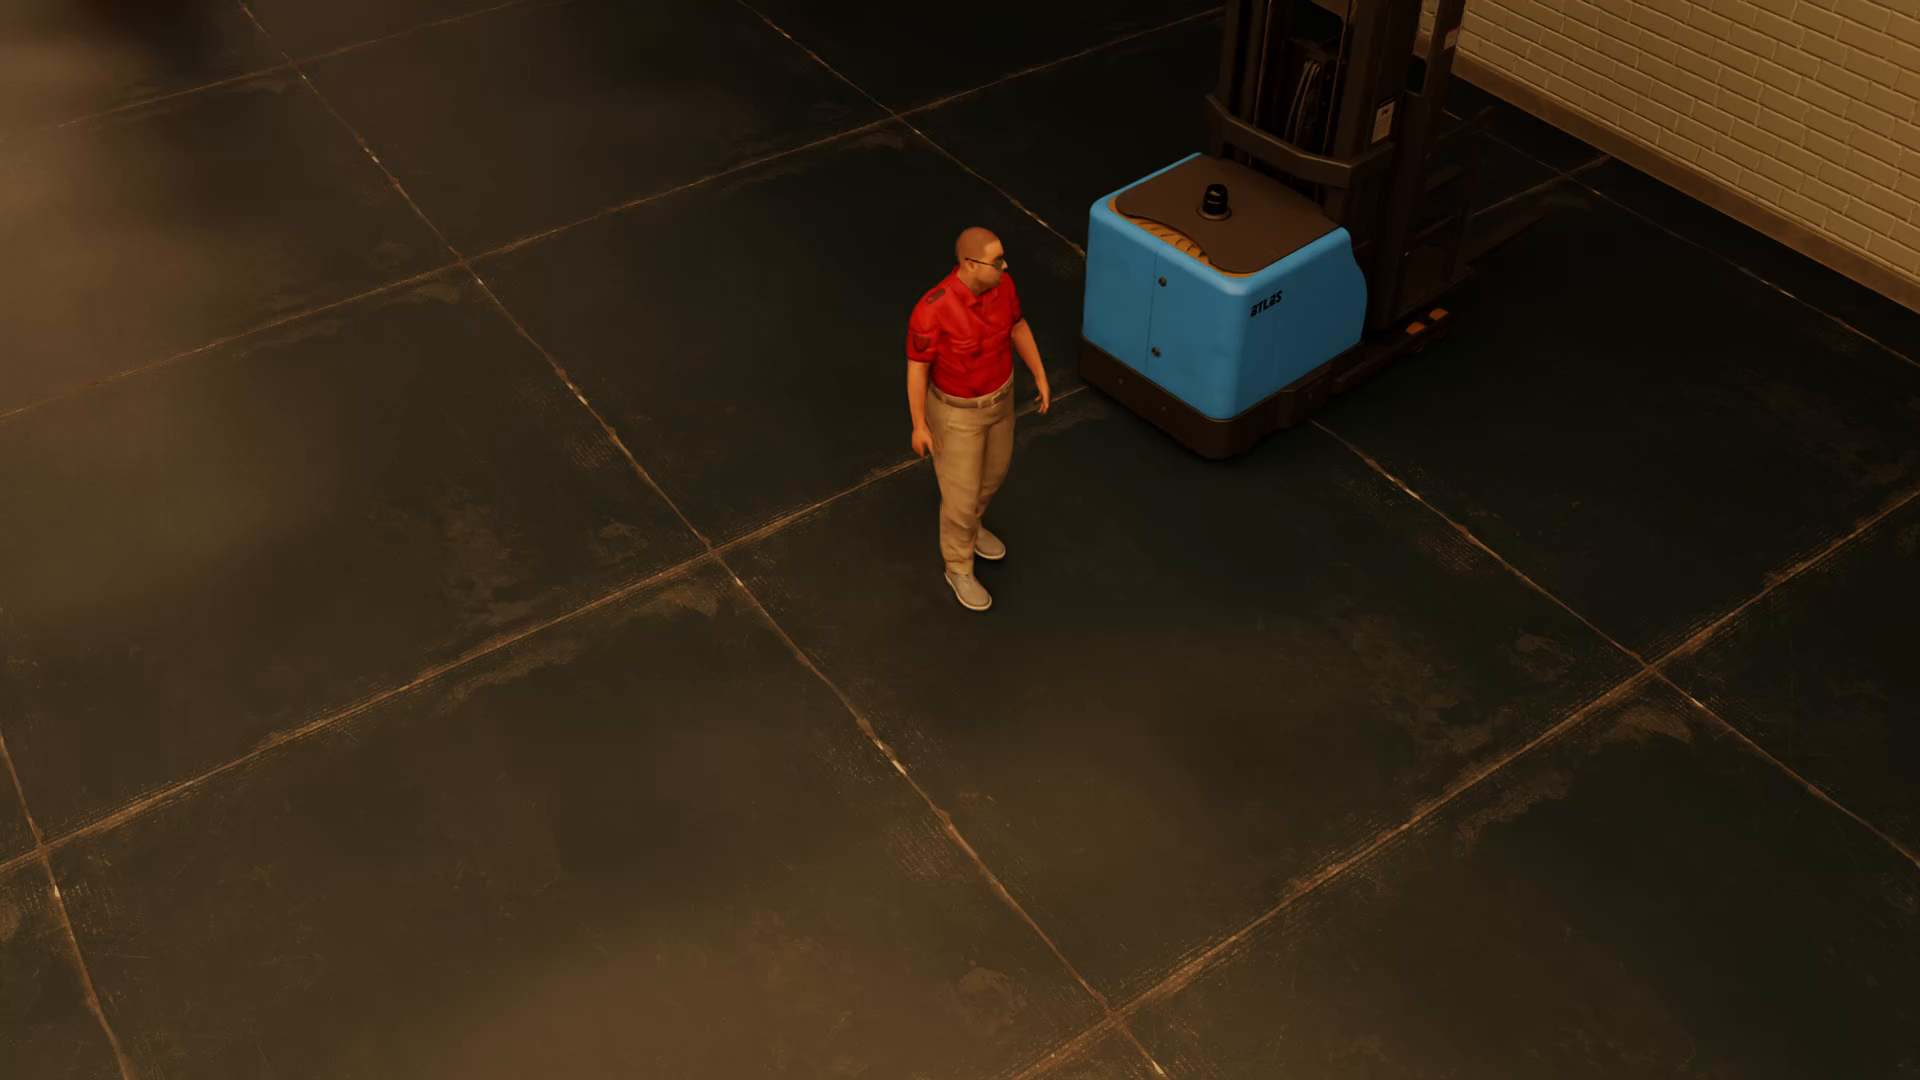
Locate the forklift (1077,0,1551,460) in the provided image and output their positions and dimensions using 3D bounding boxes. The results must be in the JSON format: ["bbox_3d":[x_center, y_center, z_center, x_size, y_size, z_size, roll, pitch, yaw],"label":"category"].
[{"bbox_3d":[2.060,-2.330,8.244,3.031,2.935,1.130,-30,51,-29],"label":"forklift"}]

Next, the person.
[{"bbox_3d":[0.125,-0.554,7.213,0.528,1.716,0.681,33,52,31],"label":"person"}]
